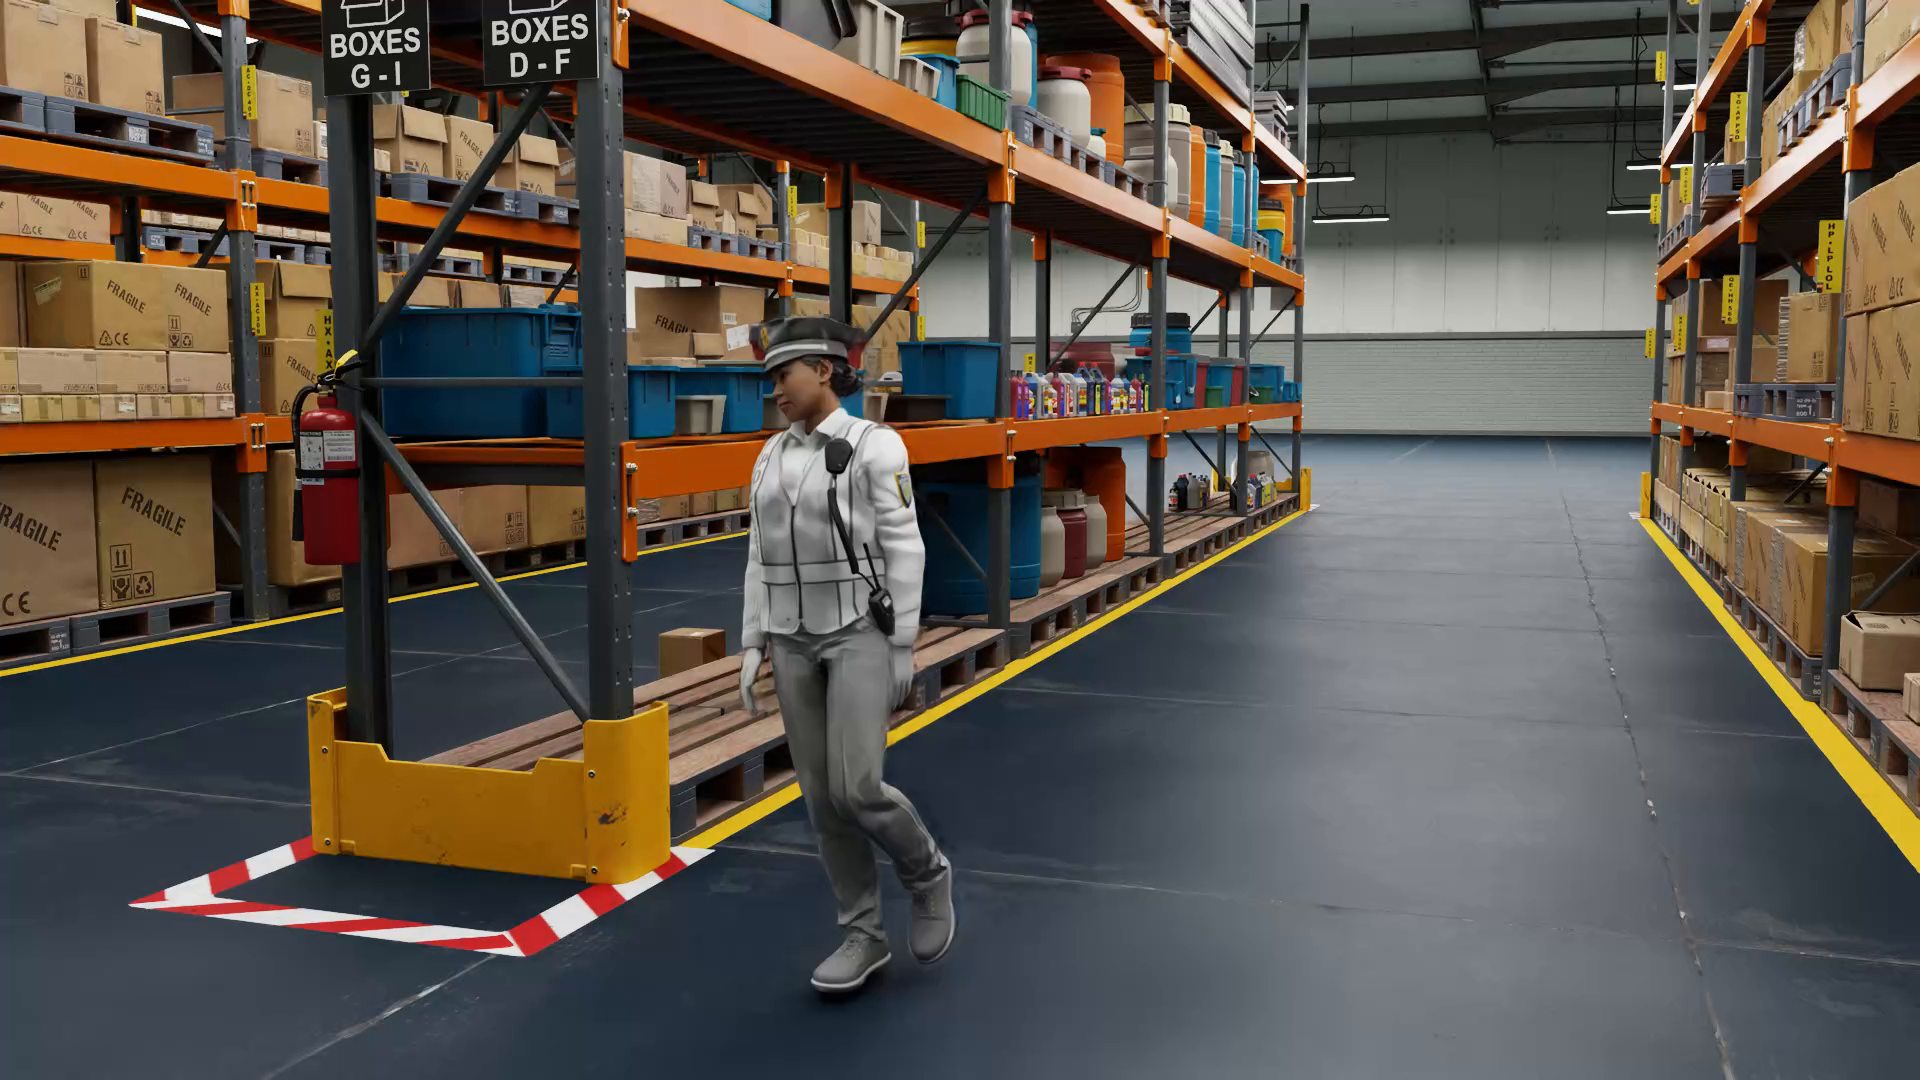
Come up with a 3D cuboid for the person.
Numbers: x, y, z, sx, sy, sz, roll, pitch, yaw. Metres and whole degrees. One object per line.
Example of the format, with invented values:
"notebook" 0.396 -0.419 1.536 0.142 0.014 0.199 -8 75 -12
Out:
"person" -0.309 0.269 4.179 0.531 1.647 0.453 3 6 29
